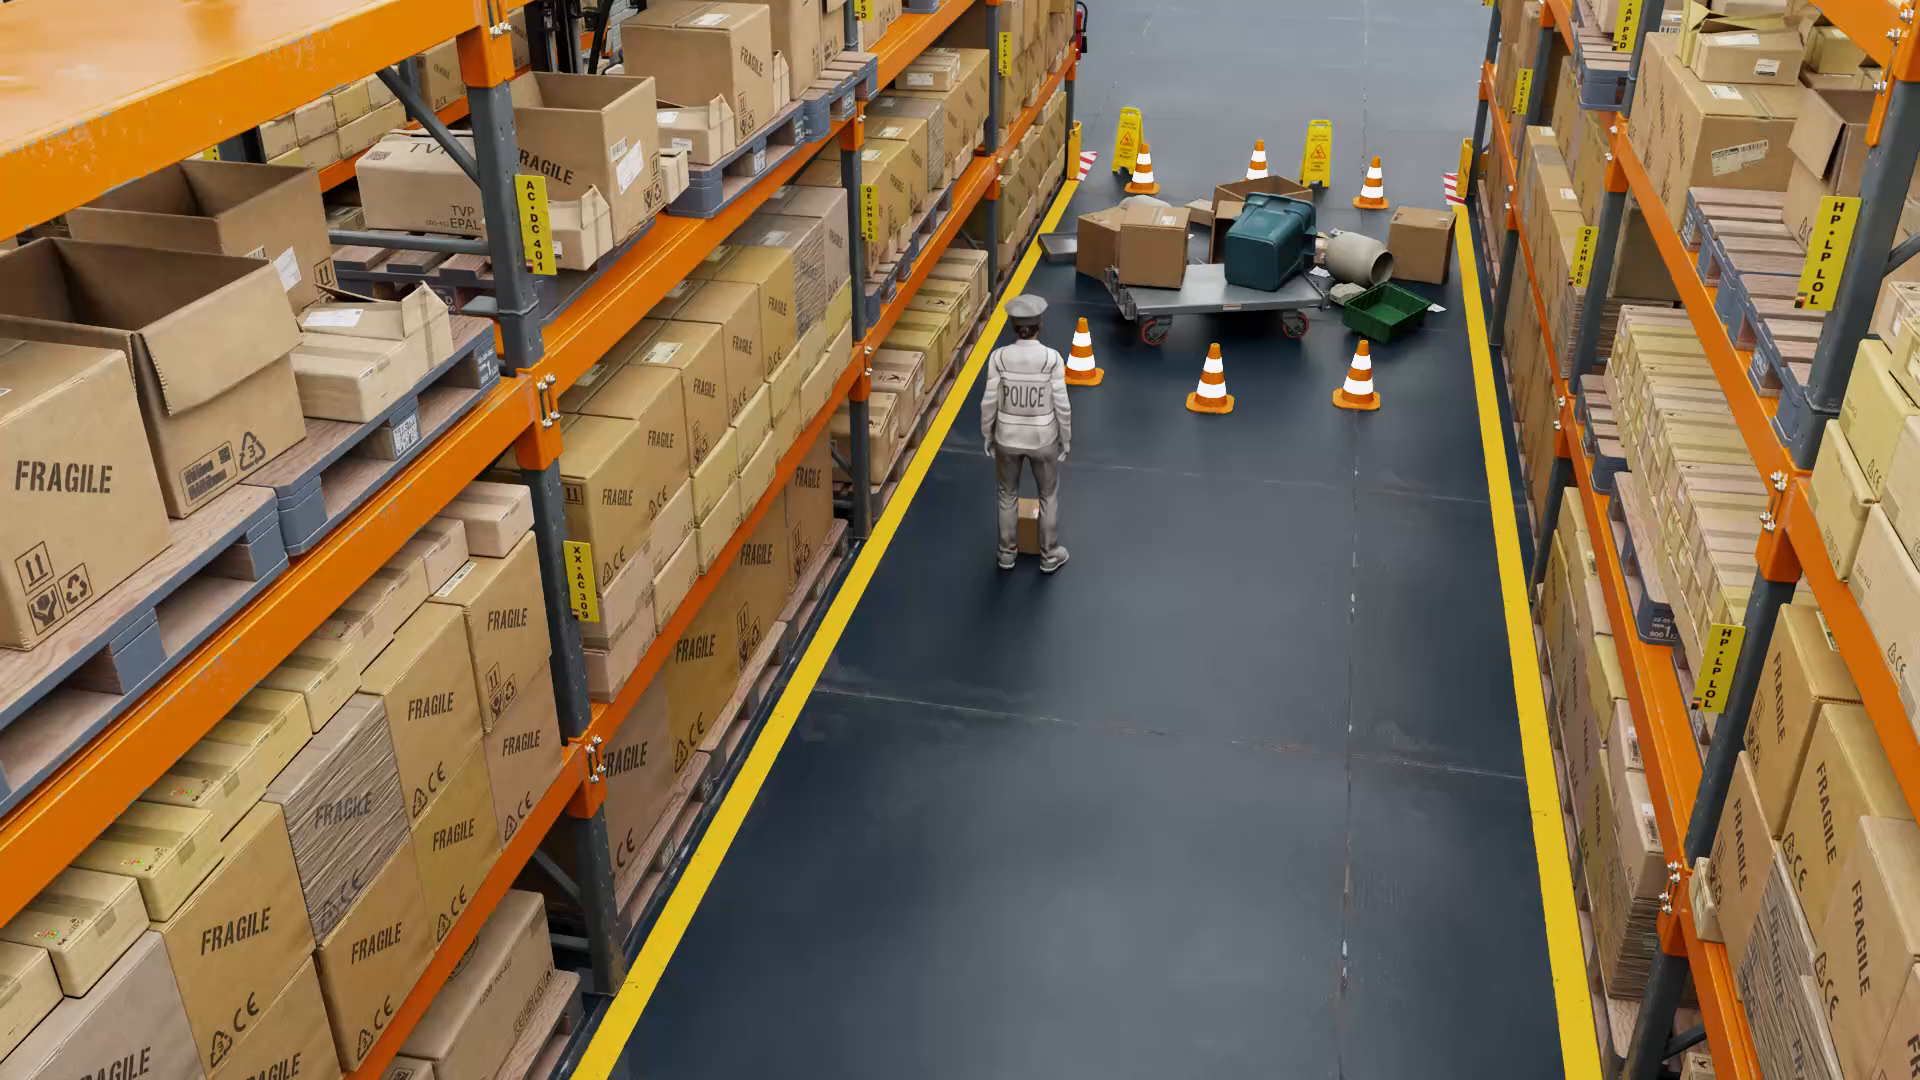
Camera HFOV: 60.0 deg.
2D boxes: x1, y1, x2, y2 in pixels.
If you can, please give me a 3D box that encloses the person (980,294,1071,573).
[{"bbox_3d":[0.385,-0.585,9.667,0.527,1.661,0.375,5,29,8],"label":"person"}]
